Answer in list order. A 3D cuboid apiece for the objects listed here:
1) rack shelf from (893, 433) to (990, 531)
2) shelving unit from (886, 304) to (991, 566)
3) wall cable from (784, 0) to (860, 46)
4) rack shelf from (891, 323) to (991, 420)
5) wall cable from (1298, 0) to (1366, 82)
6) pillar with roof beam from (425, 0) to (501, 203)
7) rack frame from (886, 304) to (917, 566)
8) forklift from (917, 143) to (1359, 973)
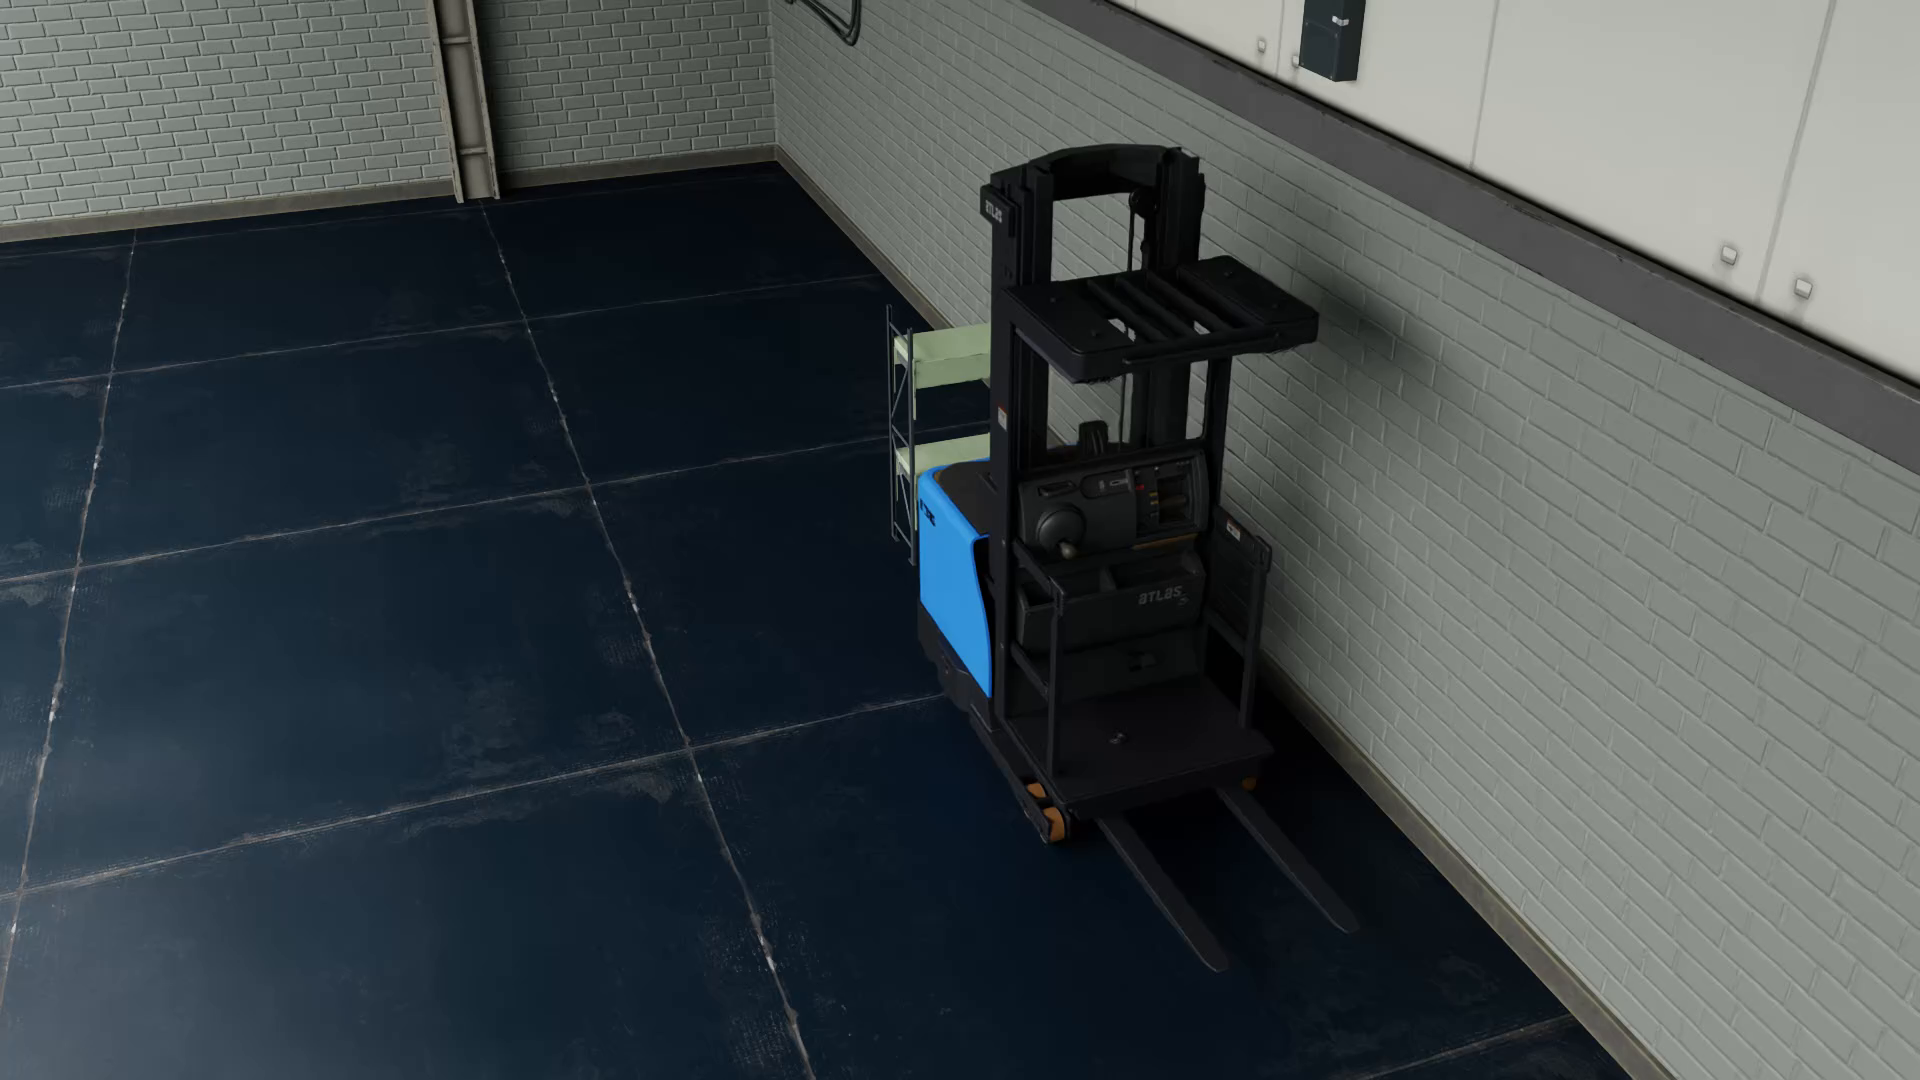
[{"bbox_3d":[0.006,-0.370,9.893,0.720,0.370,0.431,-10,31,-18],"label":"rack shelf"},{"bbox_3d":[0.006,-0.653,9.731,0.755,1.500,0.431,-10,31,-18],"label":"shelving unit"},{"bbox_3d":[-1.378,-5.738,14.218,0.112,2.526,3.097,-10,31,-18],"label":"wall cable"},{"bbox_3d":[0.006,-0.992,9.538,0.720,0.370,0.431,-10,31,-18],"label":"rack shelf"},{"bbox_3d":[1.917,-4.157,4.872,0.169,6.003,2.305,-10,31,-18],"label":"wall cable"},{"bbox_3d":[-3.099,-5.195,10.128,0.400,9.000,9.100,-10,31,-18],"label":"pillar with roof beam"},{"bbox_3d":[-0.337,-0.590,9.620,0.023,1.500,0.400,-10,31,-18],"label":"rack frame"},{"bbox_3d":[0.781,-0.115,7.342,1.130,2.935,3.031,-11,31,-19],"label":"forklift"}]
